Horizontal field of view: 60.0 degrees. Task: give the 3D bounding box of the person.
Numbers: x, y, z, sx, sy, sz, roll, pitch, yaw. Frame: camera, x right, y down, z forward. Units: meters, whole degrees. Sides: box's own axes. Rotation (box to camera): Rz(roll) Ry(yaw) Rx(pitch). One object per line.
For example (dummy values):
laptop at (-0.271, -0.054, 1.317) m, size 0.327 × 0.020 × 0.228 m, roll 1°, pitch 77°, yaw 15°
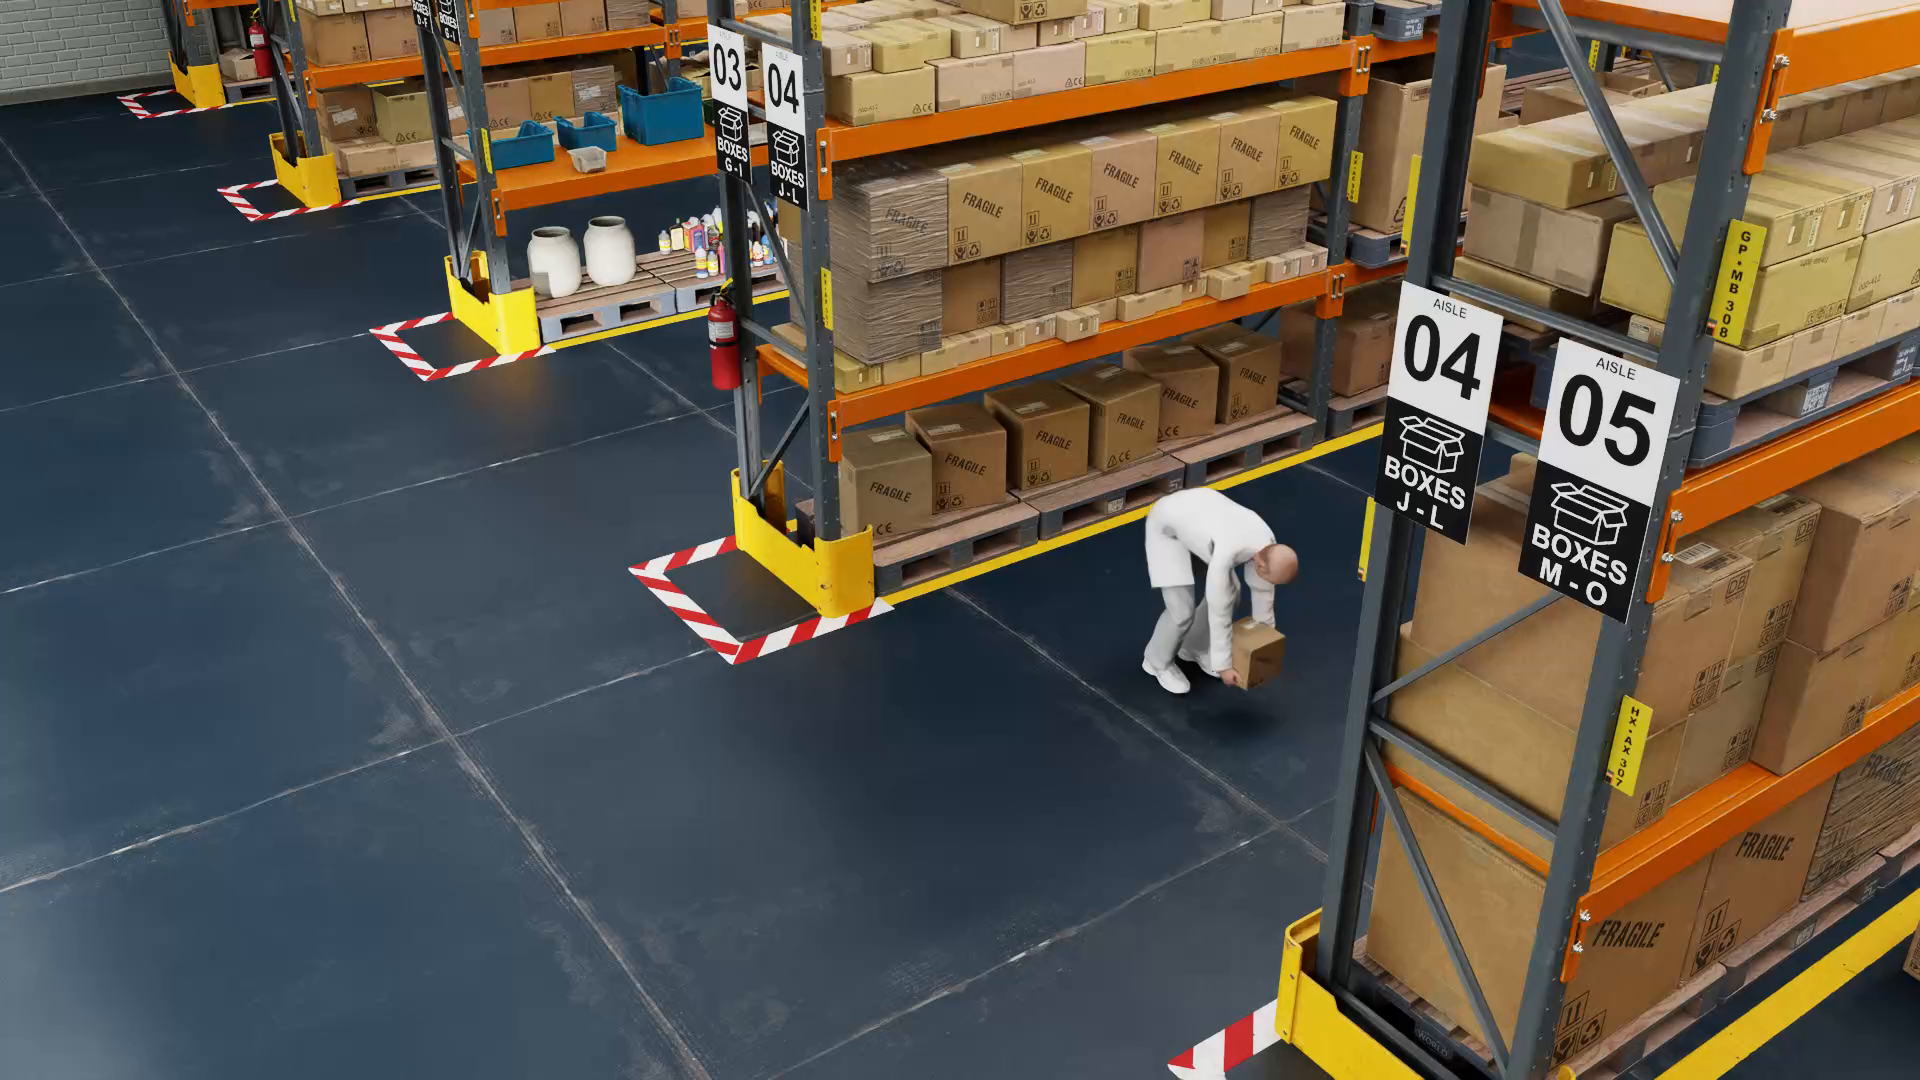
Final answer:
person at (1.360, 0.320, 8.744) m, size 0.574 × 1.113 × 0.951 m, roll -20°, pitch 34°, yaw -32°
